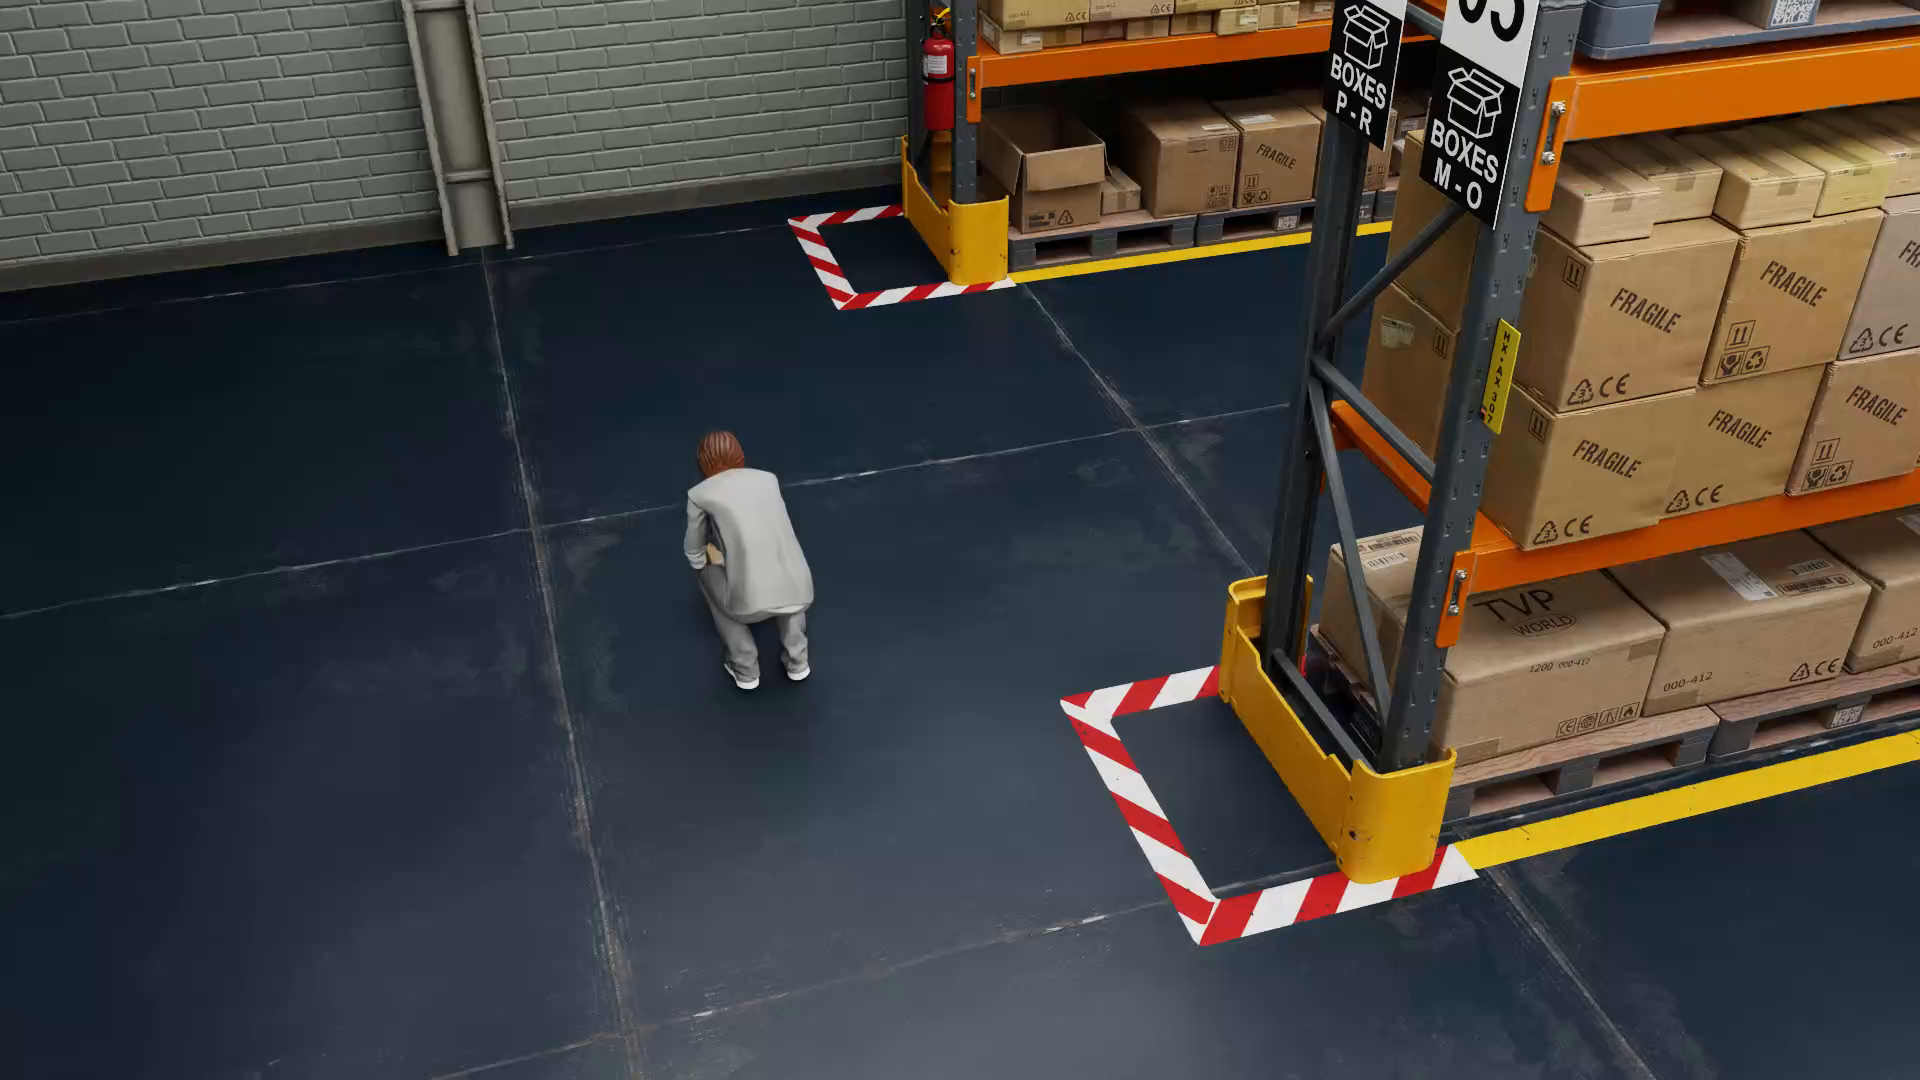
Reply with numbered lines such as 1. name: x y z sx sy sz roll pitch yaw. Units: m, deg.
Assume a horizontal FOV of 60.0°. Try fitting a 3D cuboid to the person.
1. person: -0.837 0.110 6.612 0.448 0.897 0.792 -10 36 -15
